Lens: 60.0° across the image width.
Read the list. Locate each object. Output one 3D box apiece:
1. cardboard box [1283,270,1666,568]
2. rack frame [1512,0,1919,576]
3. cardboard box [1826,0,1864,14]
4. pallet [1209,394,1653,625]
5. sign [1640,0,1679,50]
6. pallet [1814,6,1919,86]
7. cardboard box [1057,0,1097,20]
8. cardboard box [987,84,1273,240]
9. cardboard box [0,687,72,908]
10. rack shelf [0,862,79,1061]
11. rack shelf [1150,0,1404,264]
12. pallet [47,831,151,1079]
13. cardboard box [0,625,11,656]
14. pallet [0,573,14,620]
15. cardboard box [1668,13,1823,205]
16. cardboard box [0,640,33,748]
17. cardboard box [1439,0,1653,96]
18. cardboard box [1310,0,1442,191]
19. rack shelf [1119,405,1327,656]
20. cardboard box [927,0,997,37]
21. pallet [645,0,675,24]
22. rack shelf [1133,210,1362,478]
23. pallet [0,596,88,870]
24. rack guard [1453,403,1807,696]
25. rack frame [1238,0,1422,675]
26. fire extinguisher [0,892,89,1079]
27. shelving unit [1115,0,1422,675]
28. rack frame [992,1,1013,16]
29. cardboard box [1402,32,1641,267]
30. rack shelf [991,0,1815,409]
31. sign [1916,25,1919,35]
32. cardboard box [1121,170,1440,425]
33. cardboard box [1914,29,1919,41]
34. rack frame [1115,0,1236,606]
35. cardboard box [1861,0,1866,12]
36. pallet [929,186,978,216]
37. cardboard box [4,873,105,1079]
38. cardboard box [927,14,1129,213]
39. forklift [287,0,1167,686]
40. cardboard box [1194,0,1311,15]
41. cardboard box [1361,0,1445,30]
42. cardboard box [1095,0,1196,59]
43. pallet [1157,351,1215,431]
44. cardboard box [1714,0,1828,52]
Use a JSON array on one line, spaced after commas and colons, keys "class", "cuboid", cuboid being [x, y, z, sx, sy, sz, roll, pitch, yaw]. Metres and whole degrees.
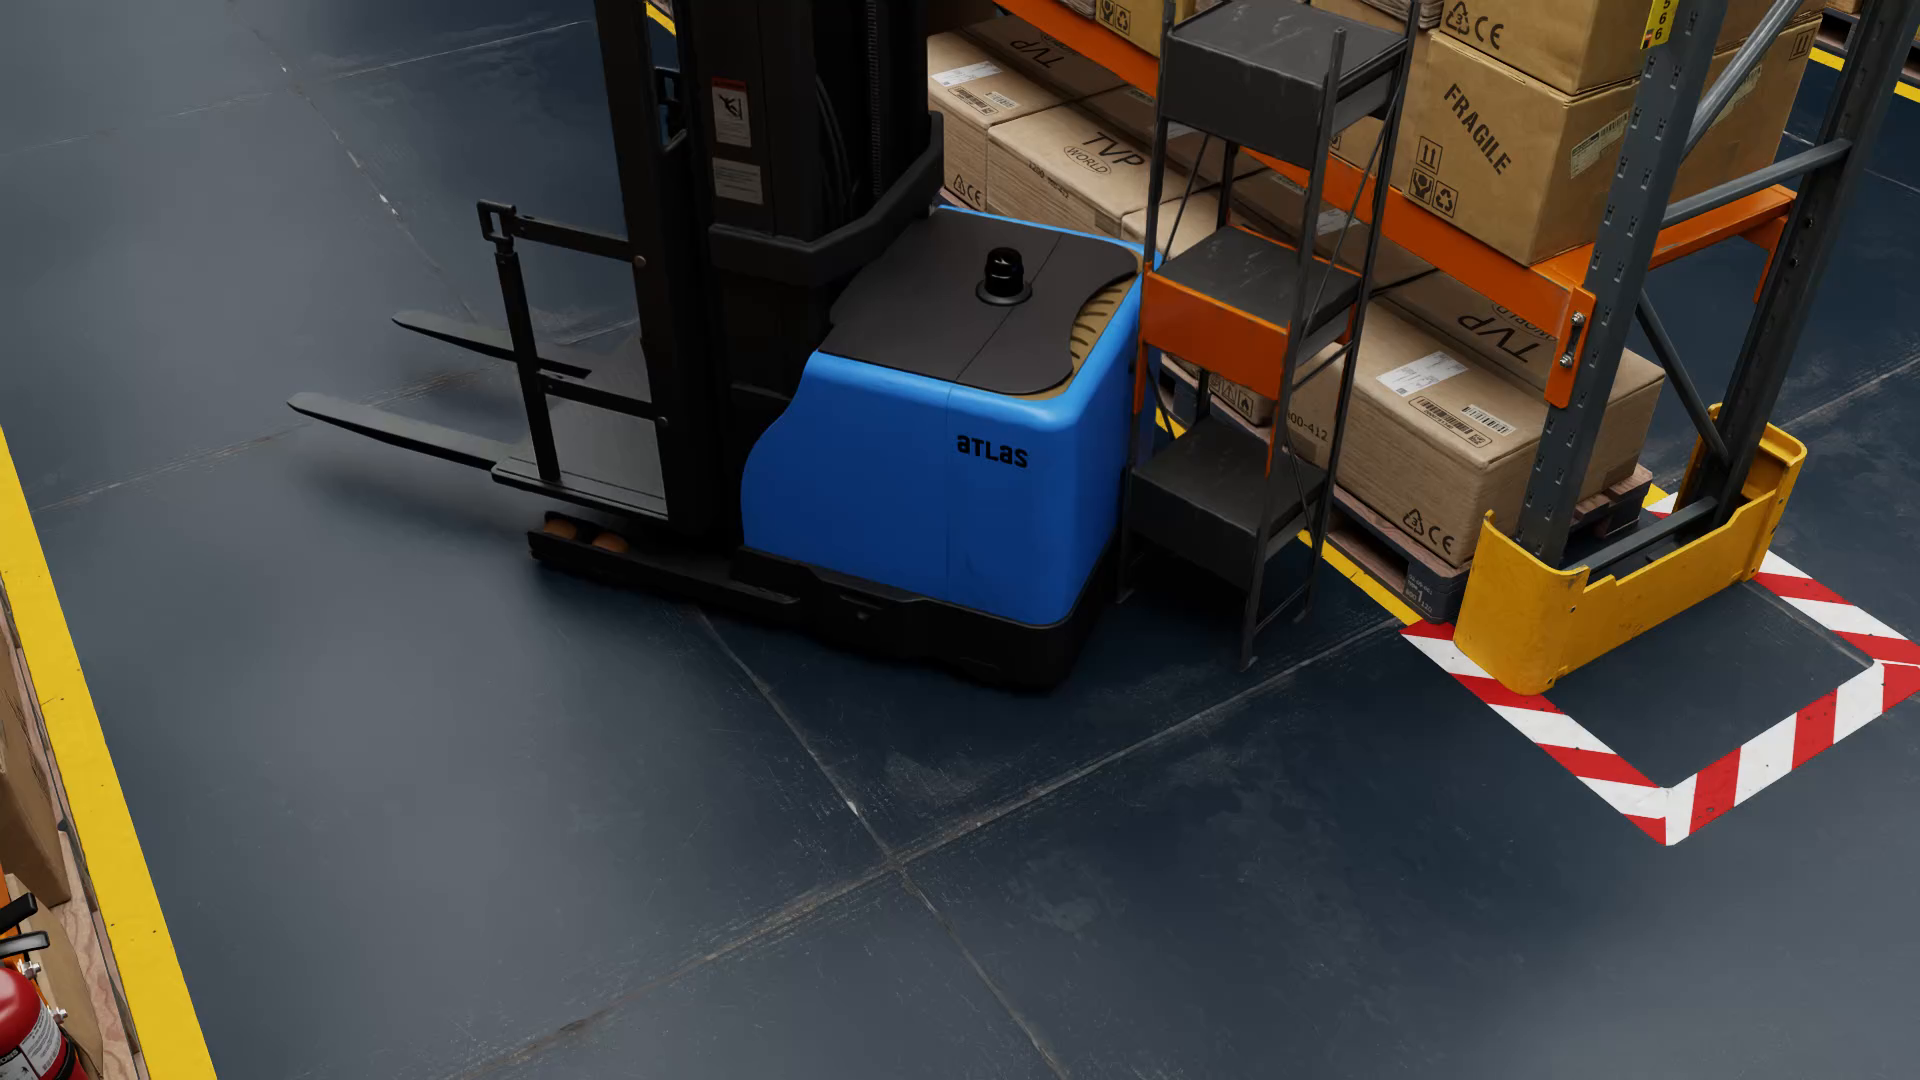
[{"class": "cardboard box", "cuboid": [1.697, -0.457, 5.628, 0.875, 0.438, 0.875, -24, 45, -26]}, {"class": "rack frame", "cuboid": [2.136, -0.958, 4.556, 1.000, 3.000, 0.127, -22, 45, -24]}, {"class": "cardboard box", "cuboid": [4.761, -2.948, 8.844, 0.380, 0.149, 0.250, -23, 45, -26]}, {"class": "pallet", "cuboid": [1.640, -0.291, 5.935, 1.003, 0.211, 1.213, -22, 45, -24]}, {"class": "sign", "cuboid": [1.671, -1.314, 3.895, 0.100, 0.325, 0.005, -22, 45, -24]}, {"class": "pallet", "cuboid": [5.155, -2.795, 8.939, 1.003, 0.211, 1.213, -22, 45, -24]}, {"class": "cardboard box", "cuboid": [0.546, -2.268, 6.051, 0.500, 0.500, 0.500, -22, 45, -24]}, {"class": "cardboard box", "cuboid": [0.714, -1.435, 6.803, 0.875, 0.438, 0.875, -24, 45, -26]}, {"class": "cardboard box", "cuboid": [-2.723, 0.714, 4.174, 0.700, 0.500, 0.500, -20, 44, -23]}, {"class": "rack shelf", "cuboid": [-3.123, -0.050, 4.029, 1.077, 0.370, 4.000, -22, 45, -24]}, {"class": "rack shelf", "cuboid": [0.834, -1.112, 4.372, 0.480, 0.518, 0.431, 30, 48, 31]}, {"class": "pallet", "cuboid": [-2.518, 1.353, 3.962, 1.003, 0.211, 1.213, -22, 45, -24]}, {"class": "cardboard box", "cuboid": [-3.281, 0.154, 4.847, 0.700, 0.500, 0.500, -24, 45, -26]}, {"class": "pallet", "cuboid": [-3.830, 0.036, 5.542, 1.003, 0.211, 1.213, -22, 45, -24]}, {"class": "cardboard box", "cuboid": [2.120, -1.354, 4.954, 0.500, 0.500, 0.500, -23, 45, -25]}, {"class": "cardboard box", "cuboid": [-2.923, 0.394, 4.558, 0.500, 0.500, 0.500, -21, 44, -24]}, {"class": "cardboard box", "cuboid": [1.676, -1.559, 4.418, 0.500, 0.500, 0.500, -21, 44, -23]}, {"class": "cardboard box", "cuboid": [1.396, -1.442, 5.059, 0.500, 0.500, 0.500, -23, 45, -25]}, {"class": "rack shelf", "cuboid": [0.834, -0.036, 5.268, 0.480, 0.518, 0.431, 30, 48, 31]}, {"class": "cardboard box", "cuboid": [-0.416, -2.769, 8.062, 0.875, 0.875, 0.875, -21, 44, -23]}, {"class": "pallet", "cuboid": [-1.154, -3.095, 9.300, 1.003, 0.211, 1.213, -22, 45, -24]}, {"class": "rack shelf", "cuboid": [0.834, -0.574, 4.820, 0.480, 0.518, 0.431, 30, 48, 31]}, {"class": "pallet", "cuboid": [-3.170, 0.695, 4.751, 1.003, 0.211, 1.213, -22, 45, -24]}, {"class": "rack guard", "cuboid": [2.149, 0.015, 5.341, 1.175, 0.500, 0.348, -22, 45, -24]}, {"class": "rack frame", "cuboid": [1.017, -0.481, 4.687, 0.015, 2.100, 0.400, 30, 48, 31]}, {"class": "fire extinguisher", "cuboid": [-1.579, 0.846, 2.743, 0.296, 0.674, 0.183, -22, 45, -24]}, {"class": "shelving unit", "cuboid": [0.834, -0.585, 4.811, 0.503, 2.100, 0.431, 30, 48, 31]}, {"class": "rack frame", "cuboid": [-0.015, -3.117, 7.147, 1.000, 3.000, 0.127, -22, 45, -24]}, {"class": "cardboard box", "cuboid": [1.653, -1.166, 4.728, 0.500, 0.500, 0.500, -22, 45, -24]}, {"class": "rack shelf", "cuboid": [1.060, -1.761, 6.082, 1.077, 0.370, 4.000, -22, 45, -24]}, {"class": "sign", "cuboid": [2.607, -1.509, 4.479, 0.100, 0.325, 0.005, -22, 45, -24]}, {"class": "cardboard box", "cuboid": [1.197, -0.948, 6.218, 0.875, 0.438, 0.875, -21, 44, -23]}, {"class": "cardboard box", "cuboid": [5.039, -2.670, 8.510, 0.380, 0.149, 0.250, -21, 44, -24]}, {"class": "rack frame", "cuboid": [0.652, -0.688, 4.936, 0.015, 2.100, 0.400, 30, 48, 31]}, {"class": "cardboard box", "cuboid": [4.967, -2.833, 8.705, 0.380, 0.149, 0.250, -21, 44, -23]}, {"class": "pallet", "cuboid": [0.328, -1.608, 7.515, 1.003, 0.211, 1.213, -22, 45, -24]}, {"class": "cardboard box", "cuboid": [-2.296, 1.188, 3.604, 0.797, 0.503, 0.637, -24, 45, -26]}, {"class": "cardboard box", "cuboid": [0.232, -1.918, 7.382, 0.875, 0.438, 0.875, -23, 45, -25]}, {"class": "forklift", "cuboid": [-0.904, -1.281, 4.997, 3.031, 2.935, 1.130, 15, 42, 17]}, {"class": "cardboard box", "cuboid": [1.111, -1.716, 5.388, 0.500, 0.500, 0.500, -21, 44, -23]}, {"class": "cardboard box", "cuboid": [1.370, -1.831, 4.745, 0.500, 0.500, 0.500, -22, 45, -24]}, {"class": "cardboard box", "cuboid": [0.823, -1.990, 5.717, 0.500, 0.500, 0.500, -21, 44, -23]}, {"class": "pallet", "cuboid": [0.988, -0.949, 6.724, 1.003, 0.211, 1.213, -22, 45, -24]}, {"class": "cardboard box", "cuboid": [2.118, -1.738, 4.633, 0.500, 0.500, 0.500, -23, 45, -25]}]
